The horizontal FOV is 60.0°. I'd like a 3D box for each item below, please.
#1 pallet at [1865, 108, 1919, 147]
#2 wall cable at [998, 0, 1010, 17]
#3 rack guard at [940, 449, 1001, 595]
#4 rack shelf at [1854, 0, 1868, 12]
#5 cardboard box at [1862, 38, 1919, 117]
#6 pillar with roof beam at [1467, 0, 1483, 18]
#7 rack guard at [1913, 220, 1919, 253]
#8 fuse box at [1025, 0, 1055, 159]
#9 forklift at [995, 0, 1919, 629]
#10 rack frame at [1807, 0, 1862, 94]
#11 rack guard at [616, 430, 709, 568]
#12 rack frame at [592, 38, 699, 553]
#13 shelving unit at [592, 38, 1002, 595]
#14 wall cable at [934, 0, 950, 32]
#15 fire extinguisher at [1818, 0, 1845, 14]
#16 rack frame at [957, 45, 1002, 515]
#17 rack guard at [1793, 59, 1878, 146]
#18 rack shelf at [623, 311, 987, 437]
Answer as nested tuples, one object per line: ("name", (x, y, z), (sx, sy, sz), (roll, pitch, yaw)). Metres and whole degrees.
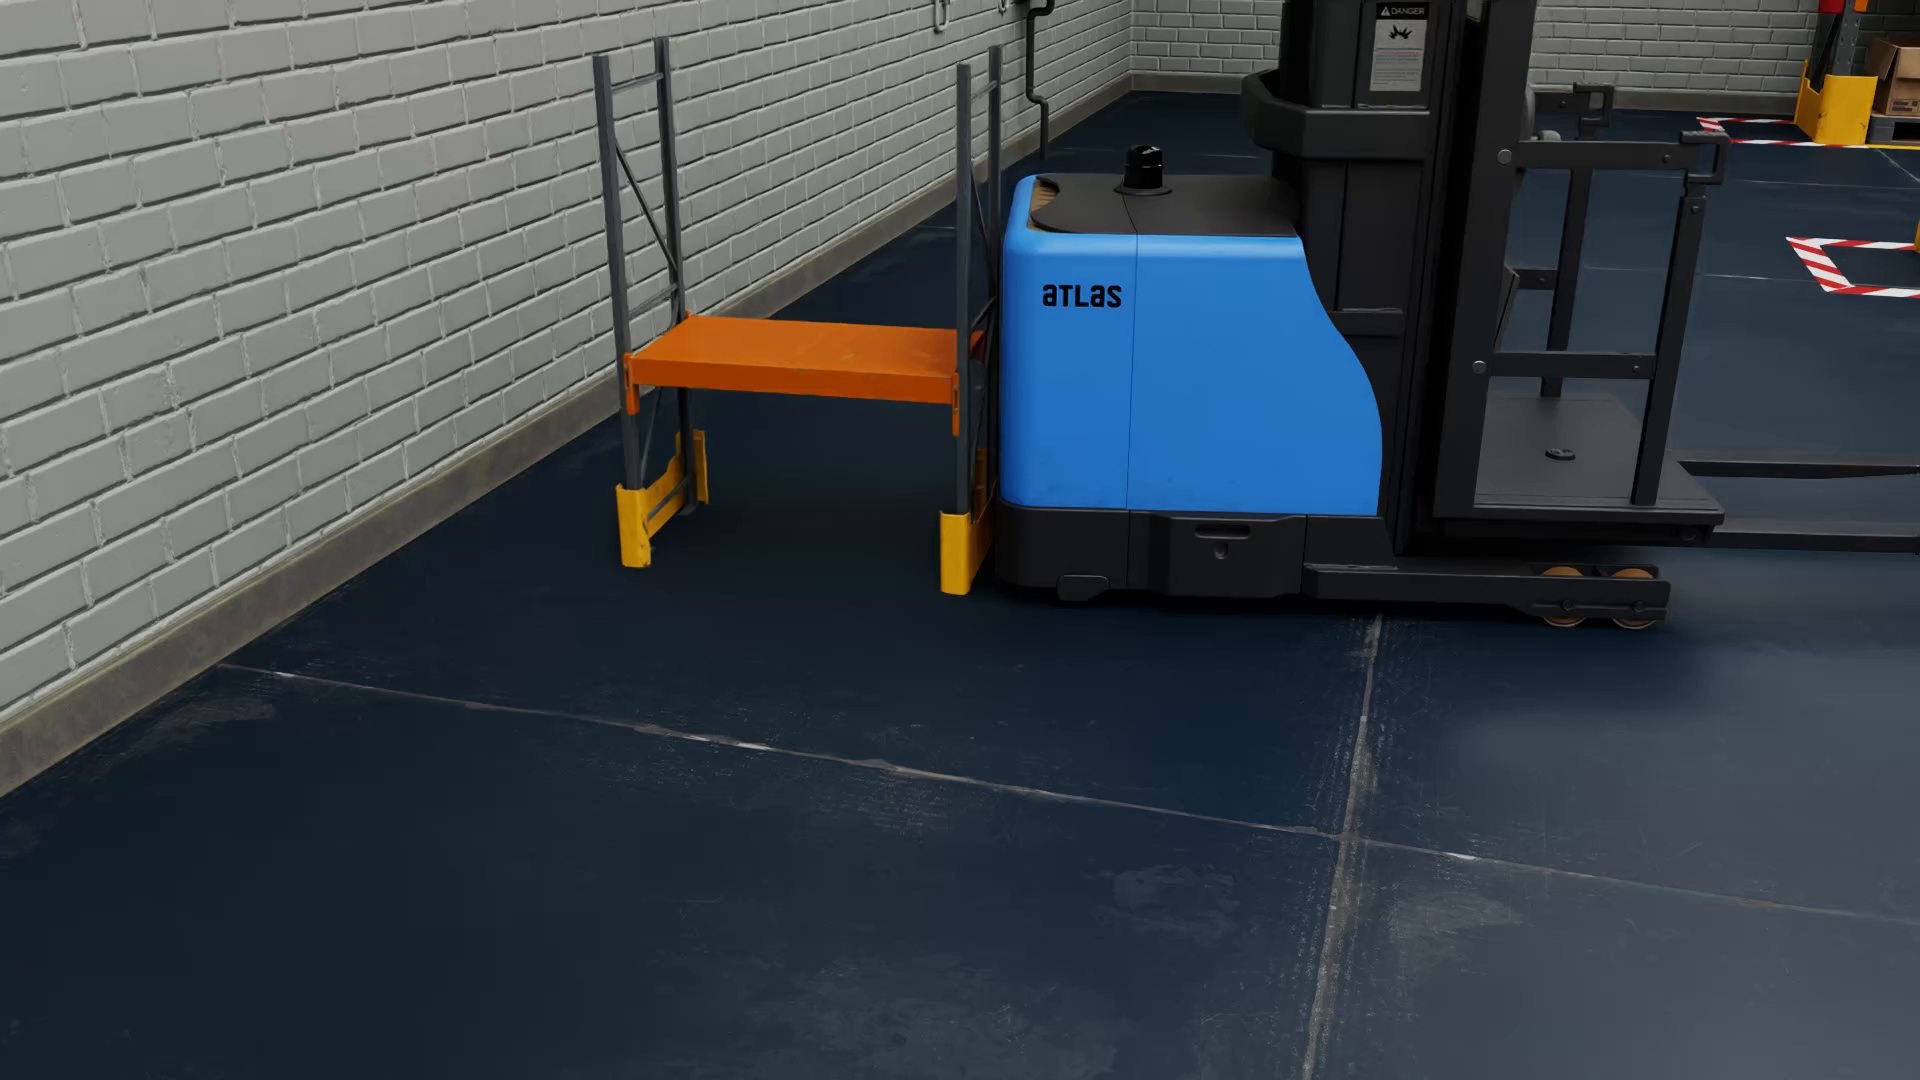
("pallet", (7.562, -3.196, 12.783), (1.213, 0.211, 1.003), (7, 23, 16))
("wall cable", (0.289, -4.374, 10.642), (0.122, 1.984, 0.588), (7, 23, 16))
("rack guard", (0.037, -0.064, 5.097), (0.087, 0.250, 0.587), (4, 23, 11))
("rack shelf", (8.640, -4.029, 12.089), (4.000, 0.370, 1.077), (7, 23, 16))
("cardboard box", (7.284, -3.519, 12.633), (0.637, 0.503, 0.797), (6, 23, 13))
("pillar with roof beam", (3.161, -6.416, 9.054), (0.400, 9.000, 9.100), (7, 23, 16))
("rack guard", (5.272, -1.624, 8.570), (0.348, 0.500, 1.175), (7, 23, 16))
("fuse box", (0.637, -3.538, 11.641), (0.414, 1.711, 0.539), (7, 23, 16))
("forklift", (1.644, -1.316, 4.616), (3.031, 2.935, 1.130), (2, 22, 4))
("rack frame", (6.725, -4.581, 12.487), (0.127, 3.000, 1.000), (7, 23, 16))
("rack guard", (-0.938, -0.141, 5.283), (0.087, 0.250, 0.587), (4, 23, 11))
("rack frame", (-0.939, -0.719, 5.047), (0.032, 1.500, 0.500), (4, 23, 11))
("shelving unit", (-0.450, -0.681, 4.953), (1.083, 1.500, 0.587), (4, 23, 11))
("wall cable", (-0.110, -3.872, 9.376), (0.123, 1.953, 0.585), (7, 23, 16))
("fire extinguisher", (6.451, -4.221, 12.202), (0.183, 0.674, 0.296), (7, 23, 16))
("rack frame", (0.056, -0.641, 4.856), (0.032, 1.500, 0.500), (4, 23, 11))
("rack guard", (6.798, -3.417, 12.941), (0.348, 0.500, 1.175), (7, 23, 16))
("rack shelf", (-0.442, -0.514, 5.020), (1.000, 0.185, 0.538), (4, 23, 11))
